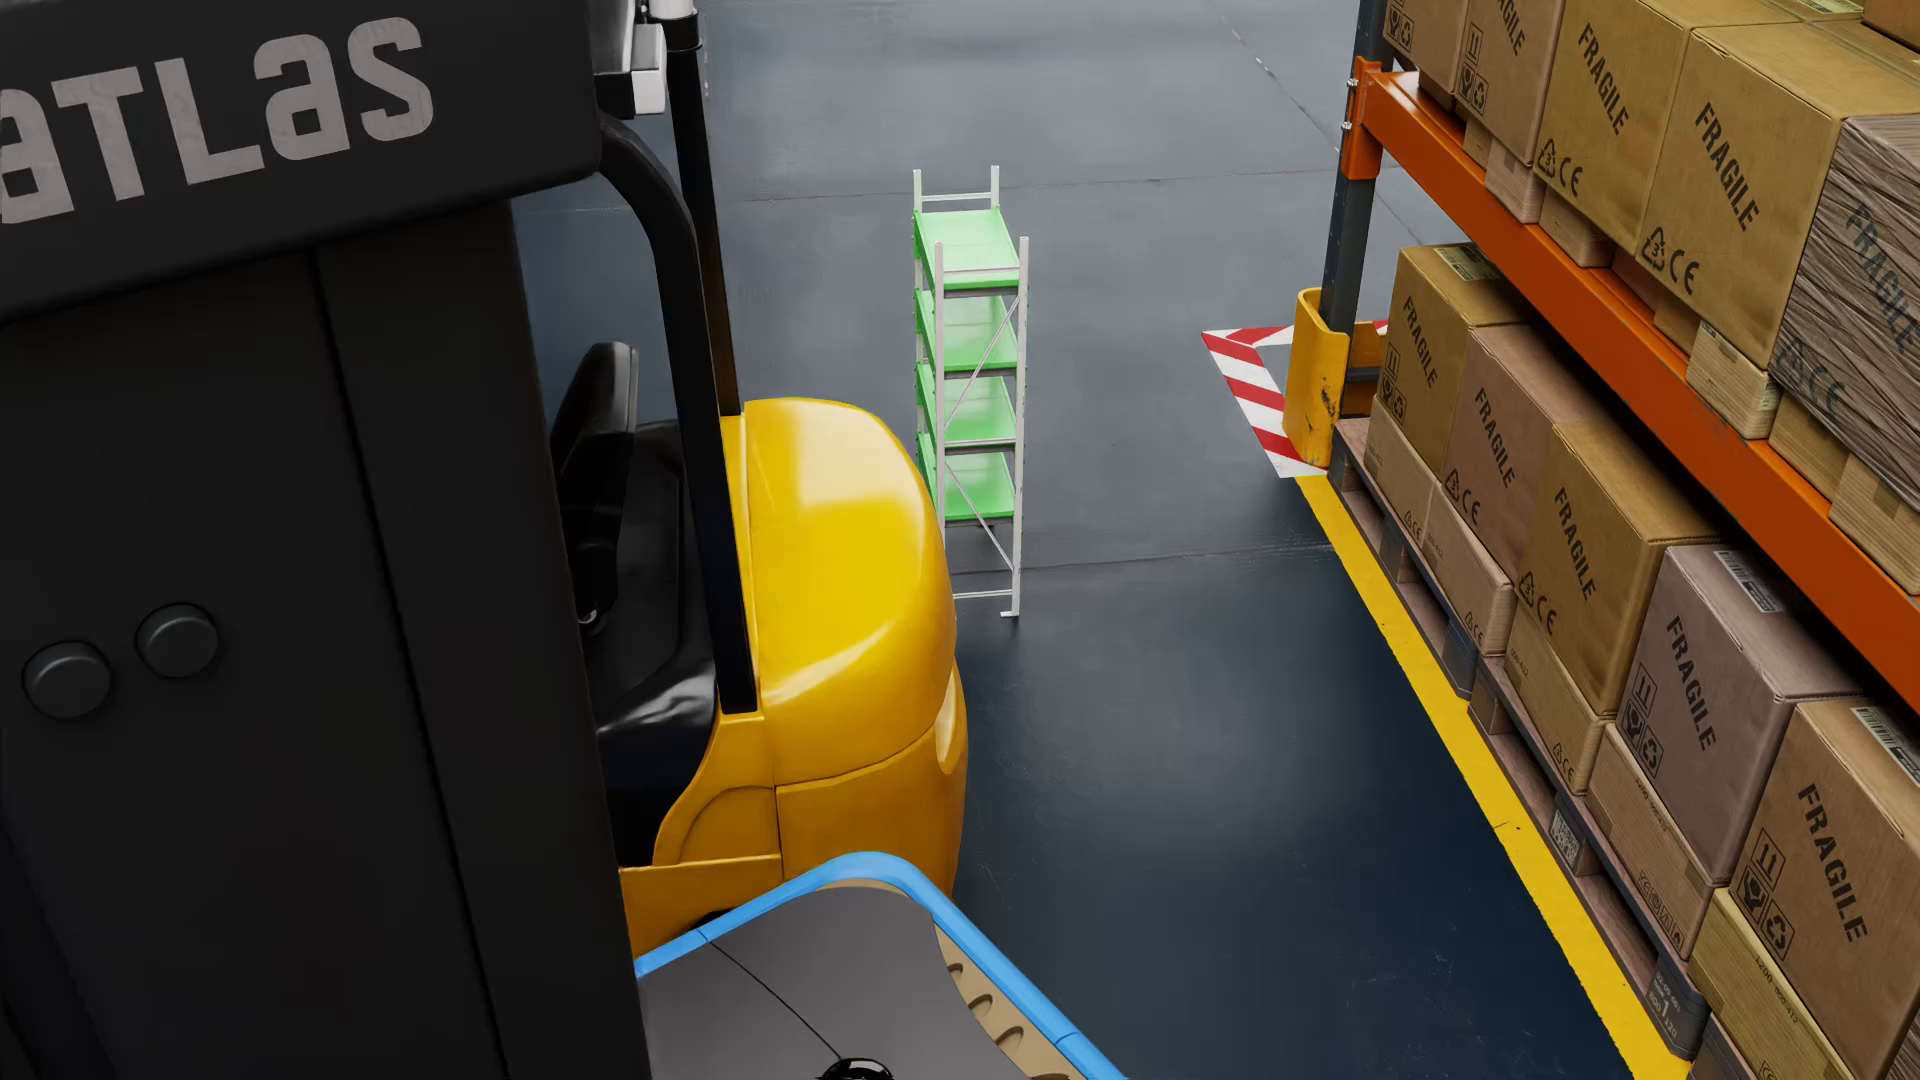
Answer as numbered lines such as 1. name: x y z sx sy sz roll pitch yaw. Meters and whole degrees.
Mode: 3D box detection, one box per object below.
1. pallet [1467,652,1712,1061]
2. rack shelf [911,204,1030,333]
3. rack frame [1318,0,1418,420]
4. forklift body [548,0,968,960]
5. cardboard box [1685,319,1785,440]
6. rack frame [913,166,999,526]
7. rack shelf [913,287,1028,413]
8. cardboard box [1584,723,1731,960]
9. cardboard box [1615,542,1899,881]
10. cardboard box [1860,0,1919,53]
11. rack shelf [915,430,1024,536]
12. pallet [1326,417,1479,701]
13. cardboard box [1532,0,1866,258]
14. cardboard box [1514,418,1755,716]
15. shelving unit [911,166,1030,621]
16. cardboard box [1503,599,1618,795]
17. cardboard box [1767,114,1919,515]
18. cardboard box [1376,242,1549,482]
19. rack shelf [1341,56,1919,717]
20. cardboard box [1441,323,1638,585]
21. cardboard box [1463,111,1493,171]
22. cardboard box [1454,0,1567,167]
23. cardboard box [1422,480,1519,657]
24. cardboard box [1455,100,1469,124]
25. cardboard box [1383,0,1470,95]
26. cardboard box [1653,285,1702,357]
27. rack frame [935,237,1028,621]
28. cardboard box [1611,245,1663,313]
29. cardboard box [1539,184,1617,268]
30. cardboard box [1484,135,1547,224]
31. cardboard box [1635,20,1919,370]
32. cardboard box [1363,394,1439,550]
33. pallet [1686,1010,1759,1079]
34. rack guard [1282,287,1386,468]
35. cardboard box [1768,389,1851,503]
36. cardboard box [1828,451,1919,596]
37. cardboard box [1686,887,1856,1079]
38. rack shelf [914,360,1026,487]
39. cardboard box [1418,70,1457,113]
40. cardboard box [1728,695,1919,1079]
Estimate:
1. pallet: 1.959 0.668 4.082 1.003 0.211 1.213 -4 35 -6
2. rack shelf: 0.022 -0.747 4.542 0.258 0.148 0.480 -4 35 -6
3. rack frame: 1.714 -1.662 5.025 1.000 3.000 0.127 -4 35 -6
4. forklift body: -1.141 -0.013 3.359 2.313 2.155 1.214 -4 35 -6
5. cardboard box: 1.692 -0.334 3.300 0.380 0.149 0.250 -4 34 -6
6. rack frame: -0.011 -0.540 4.976 0.240 1.200 0.015 -4 35 -6
7. rack shelf: 0.022 -0.549 4.677 0.258 0.148 0.480 -4 35 -6
8. cardboard box: 1.761 0.643 3.711 0.500 0.250 0.500 -4 34 -6
9. cardboard box: 1.767 0.345 3.483 0.500 0.500 0.500 -3 34 -4
10. cardboard box: 2.160 -1.122 2.992 0.700 0.500 0.500 -5 35 -7
11. rack shelf: 0.022 -0.152 4.948 0.258 0.148 0.480 -4 35 -6
12. pallet: 1.798 -0.011 5.078 1.003 0.211 1.213 -4 35 -6
13. cardboard box: 1.646 -0.967 3.653 0.500 0.500 0.500 -5 35 -7
14. cardboard box: 1.686 0.048 3.919 0.500 0.500 0.500 -4 34 -5
15. shelving unit: 0.022 -0.403 4.777 0.258 1.200 0.503 -4 35 -6
16. cardboard box: 1.696 0.361 4.125 0.500 0.250 0.500 -2 34 -3
17. cardboard box: 1.795 -0.399 2.819 0.500 0.500 0.500 -3 34 -5
18. cardboard box: 1.552 -0.524 4.759 0.500 0.500 0.500 -5 35 -8
19. rack shelf: 1.983 -0.248 3.589 1.077 0.370 4.000 -4 35 -6
20. cardboard box: 1.627 -0.233 4.331 0.500 0.500 0.500 -6 35 -8
21. cardboard box: 1.558 -1.059 4.363 0.380 0.149 0.250 -5 35 -8
22. cardboard box: 1.576 -1.252 4.070 0.500 0.500 0.500 -3 34 -5
23. cardboard box: 1.610 0.058 4.571 0.500 0.250 0.500 -3 34 -5
24. cardboard box: 1.603 -1.213 4.589 0.380 0.149 0.250 -4 34 -6
25. cardboard box: 1.503 -1.540 4.494 0.500 0.500 0.500 -5 35 -7
26. cardboard box: 1.716 -0.479 3.513 0.380 0.149 0.250 -5 35 -8
27. rack frame: 0.055 -0.267 4.577 0.240 1.200 0.015 -4 35 -6
28. cardboard box: 1.710 -0.629 3.732 0.380 0.149 0.250 -3 34 -5
29. cardboard box: 1.615 -0.772 3.942 0.380 0.149 0.250 -3 34 -5
30. cardboard box: 1.547 -0.913 4.150 0.380 0.149 0.250 -4 34 -6
31. cardboard box: 1.722 -0.684 3.238 0.500 0.500 0.500 -5 35 -7
32. cardboard box: 1.548 -0.228 4.989 0.500 0.250 0.500 -5 35 -7
33. pallet: 2.127 1.351 3.080 1.003 0.211 1.213 -4 35 -6
34. rack guard: 1.724 -0.586 5.666 1.175 0.500 0.348 -4 35 -6
35. cardboard box: 1.762 -0.194 3.094 0.380 0.149 0.250 -5 35 -7
36. cardboard box: 1.767 -0.049 2.881 0.380 0.149 0.250 -5 35 -7
37. cardboard box: 1.825 0.927 3.294 0.500 0.250 0.500 -5 35 -8
38. rack shelf: 0.022 -0.351 4.813 0.258 0.148 0.480 -4 35 -6
39. cardboard box: 1.555 -1.353 4.794 0.380 0.149 0.250 -4 35 -6
40. cardboard box: 1.836 0.630 3.065 0.500 0.500 0.500 -4 34 -6
